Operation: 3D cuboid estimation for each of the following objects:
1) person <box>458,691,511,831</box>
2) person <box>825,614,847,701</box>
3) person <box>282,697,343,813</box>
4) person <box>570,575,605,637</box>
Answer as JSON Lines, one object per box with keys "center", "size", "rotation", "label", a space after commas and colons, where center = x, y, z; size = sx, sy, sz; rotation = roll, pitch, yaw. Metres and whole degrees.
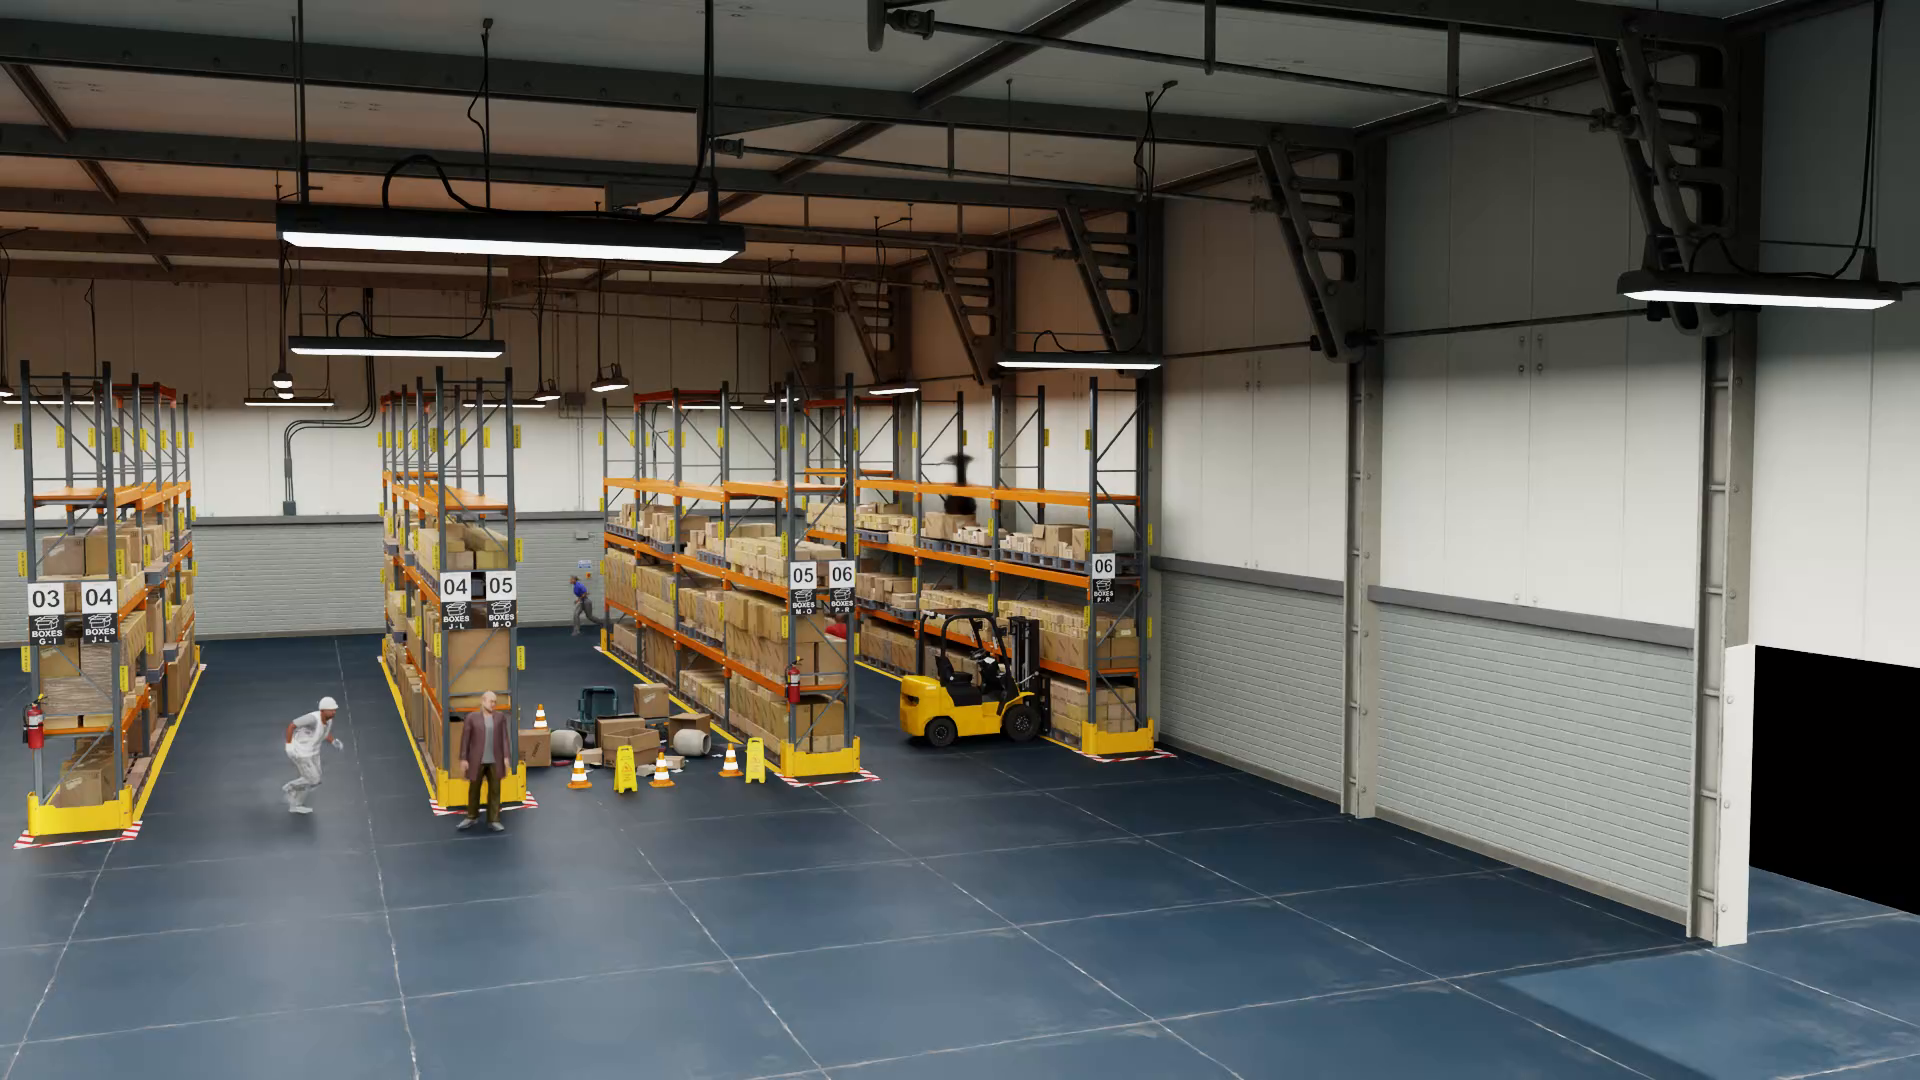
{"center": [-6.113, 2.831, 21.352], "size": [0.664, 1.785, 0.557], "rotation": [-2, 4, -28], "label": "person"}
{"center": [-2.324, 2.260, 31.746], "size": [0.675, 1.722, 0.653], "rotation": [-1, 4, -11], "label": "person"}
{"center": [-8.670, 2.879, 22.162], "size": [0.839, 1.586, 0.719], "rotation": [1, 4, 15], "label": "person"}
{"center": [-9.554, 1.675, 42.635], "size": [0.964, 1.617, 0.613], "rotation": [-2, 4, -28], "label": "person"}
